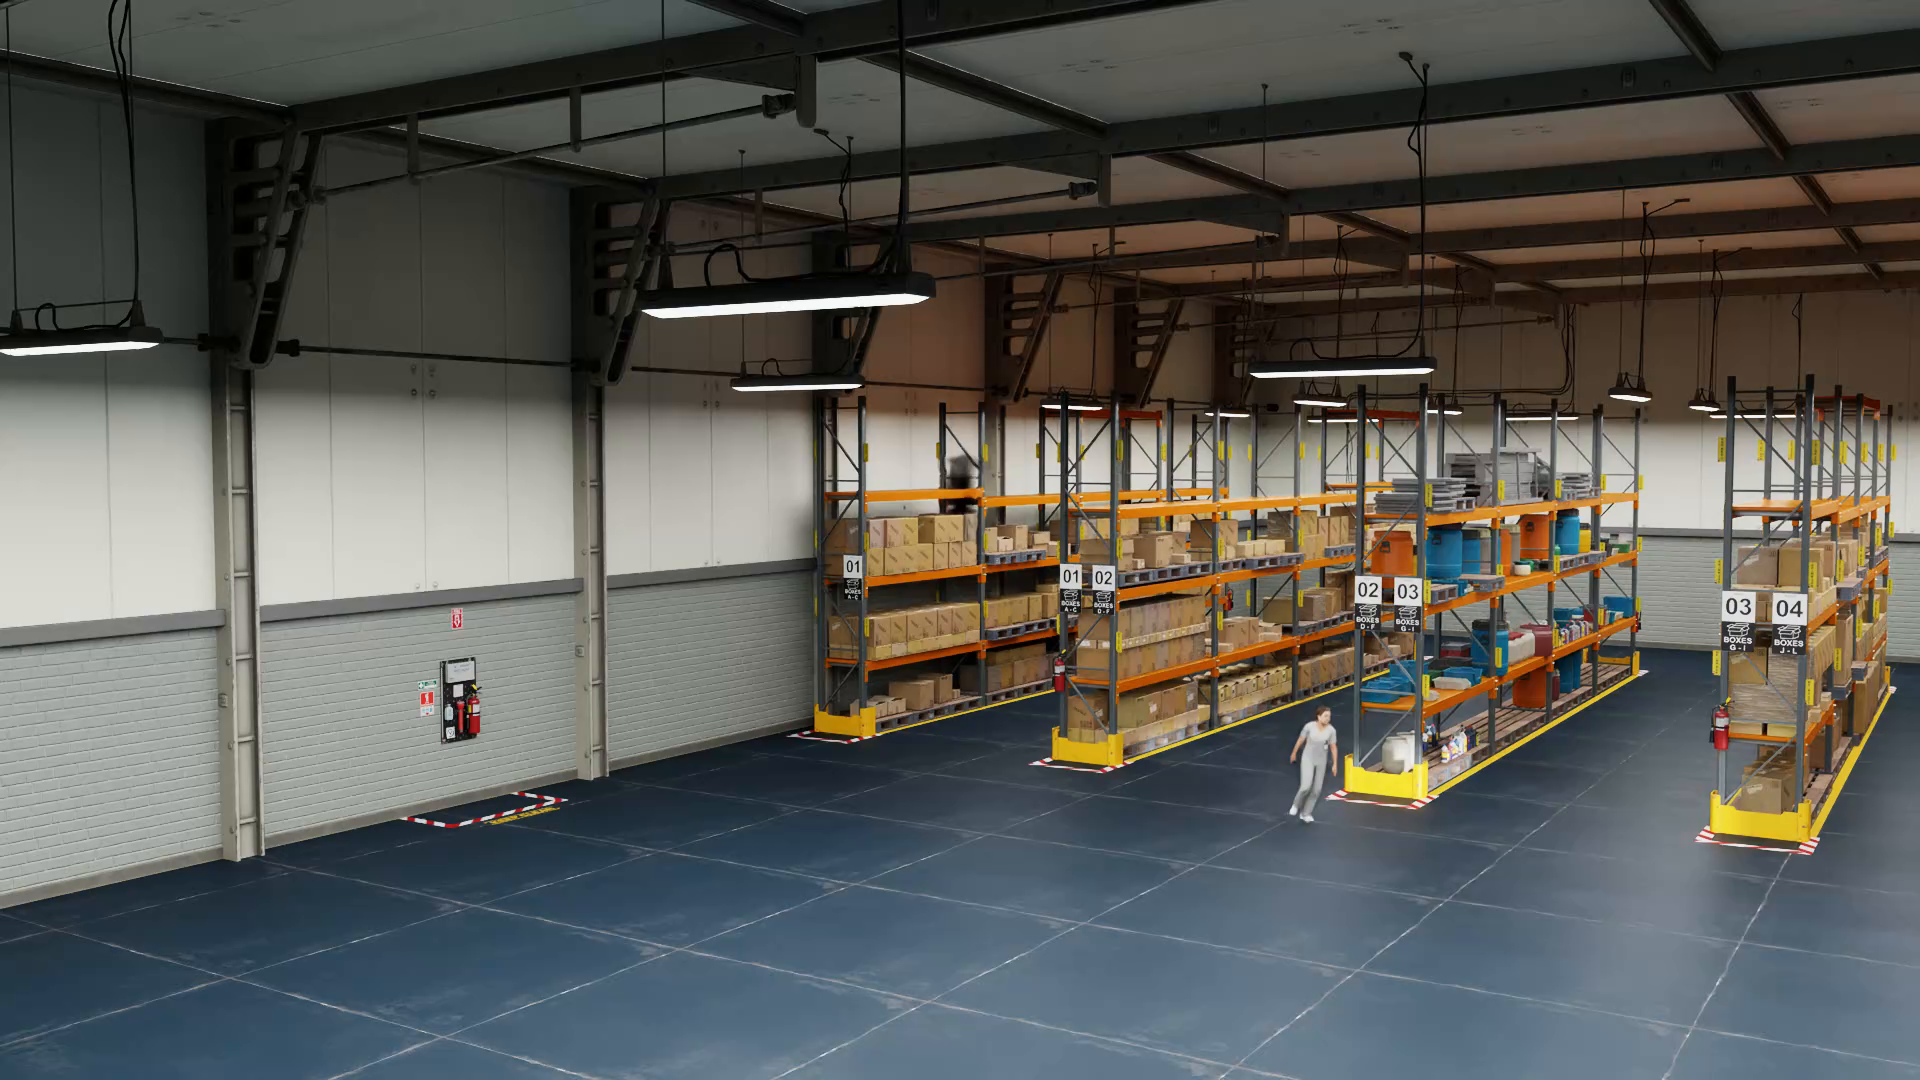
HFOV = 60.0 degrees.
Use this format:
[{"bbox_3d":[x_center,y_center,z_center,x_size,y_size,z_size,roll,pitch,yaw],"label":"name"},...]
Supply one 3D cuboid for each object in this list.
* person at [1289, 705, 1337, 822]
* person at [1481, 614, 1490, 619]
[{"bbox_3d":[4.771,3.012,22.455,0.589,1.616,0.553,0,3,-7],"label":"person"},{"bbox_3d":[11.087,2.354,35.024,0.732,1.597,0.573,-3,4,-41],"label":"person"}]
